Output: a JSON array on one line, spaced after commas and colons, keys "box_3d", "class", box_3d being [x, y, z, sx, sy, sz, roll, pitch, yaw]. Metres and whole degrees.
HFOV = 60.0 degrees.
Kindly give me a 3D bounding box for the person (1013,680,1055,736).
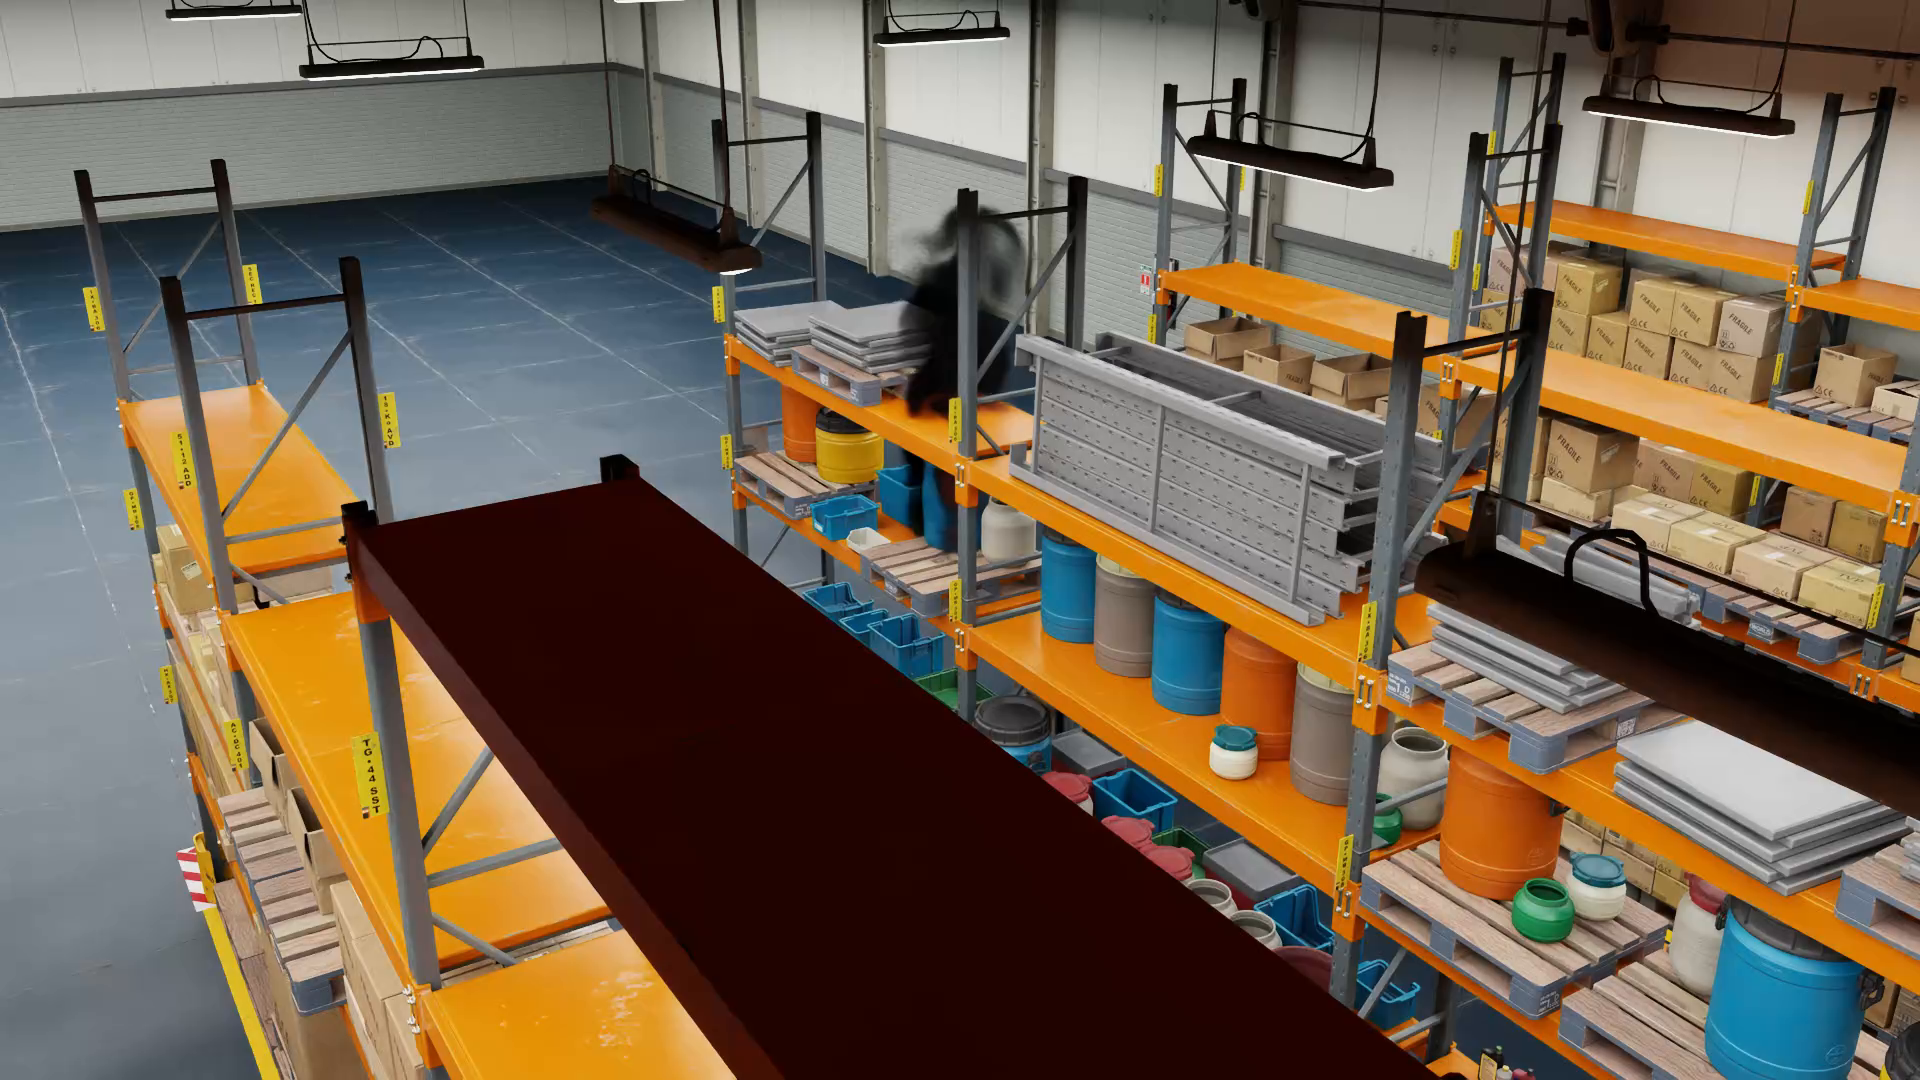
[{"box_3d": [0.813, 1.406, 15.670, 0.665, 1.681, 0.547, -10, 24, -24], "class": "person"}]
